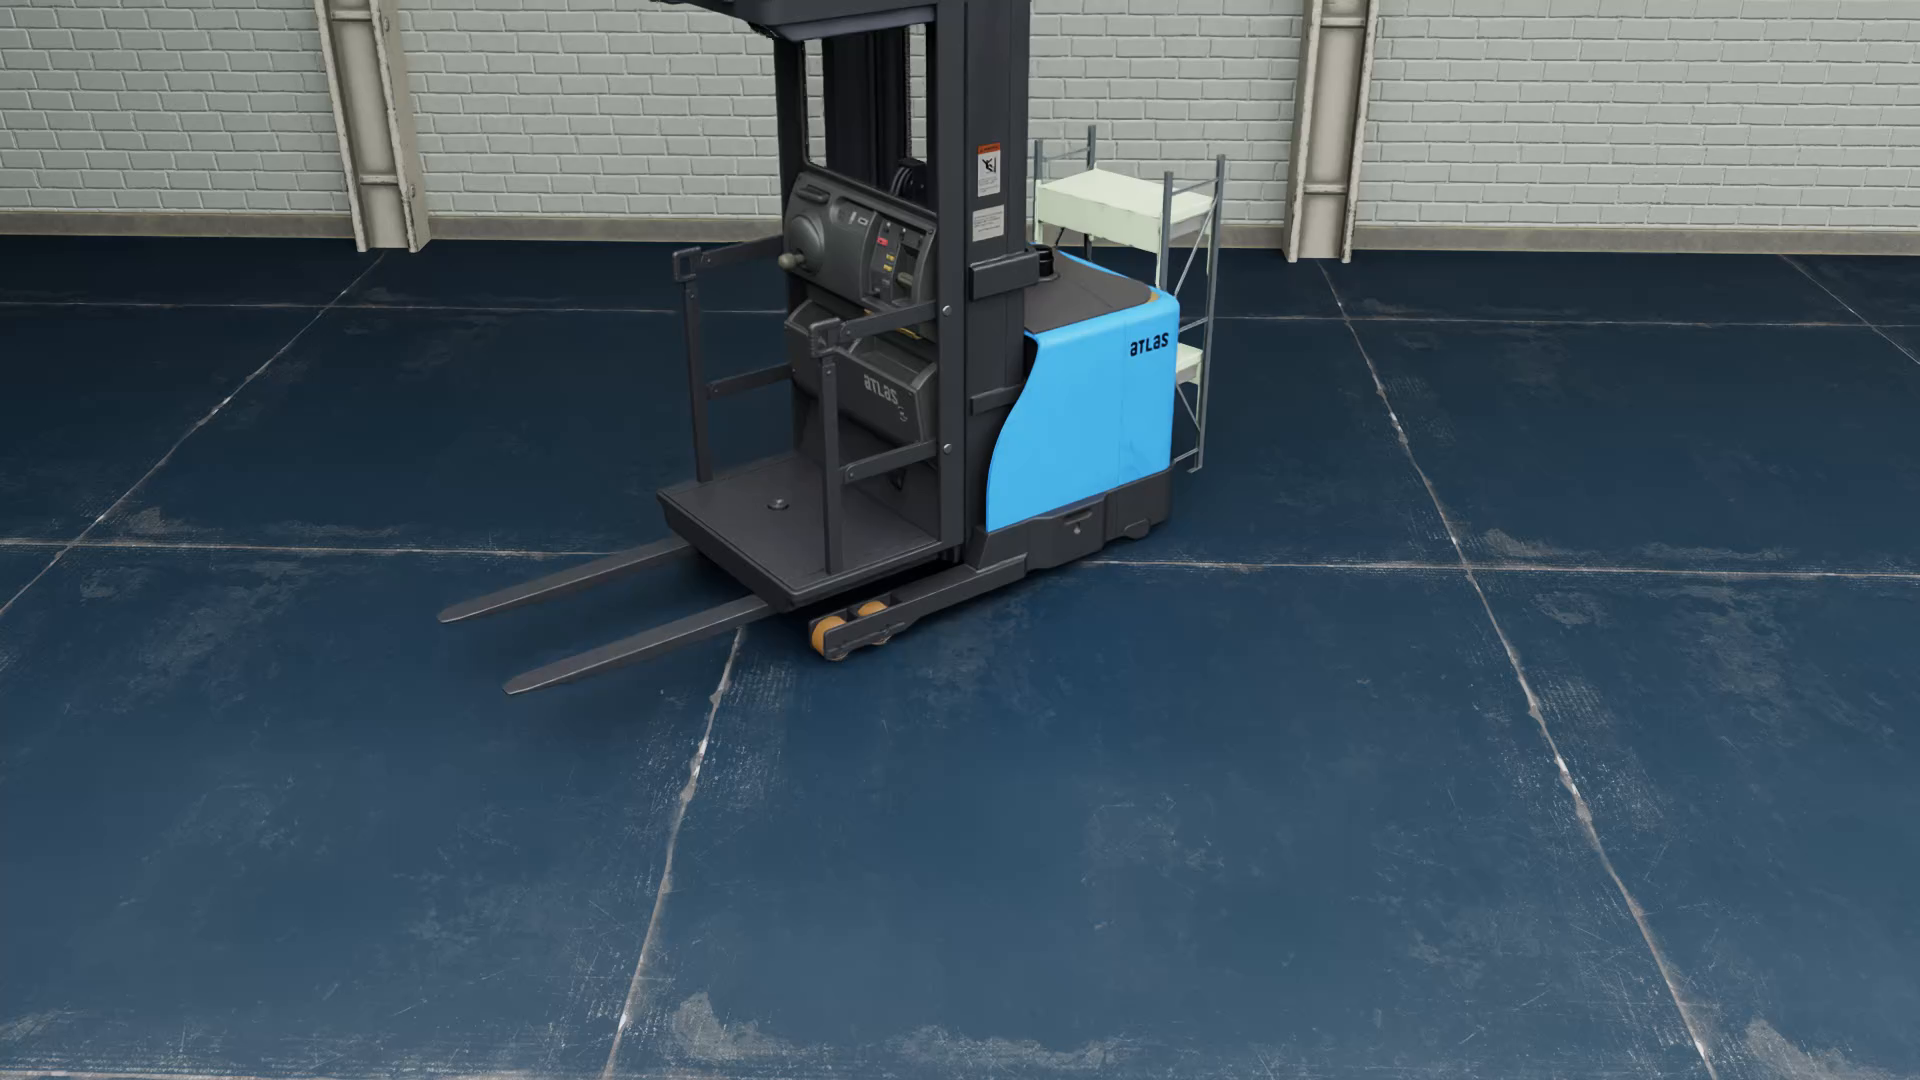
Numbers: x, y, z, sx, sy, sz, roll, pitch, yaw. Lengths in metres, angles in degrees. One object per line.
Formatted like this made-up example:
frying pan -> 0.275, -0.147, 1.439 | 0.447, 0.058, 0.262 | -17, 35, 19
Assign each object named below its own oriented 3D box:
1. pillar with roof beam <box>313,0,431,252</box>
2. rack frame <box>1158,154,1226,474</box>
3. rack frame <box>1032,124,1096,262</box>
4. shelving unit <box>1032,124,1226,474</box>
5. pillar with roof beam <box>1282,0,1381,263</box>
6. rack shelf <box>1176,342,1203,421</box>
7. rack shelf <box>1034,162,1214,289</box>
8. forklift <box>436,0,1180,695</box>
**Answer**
pillar with roof beam -> -3.856, -3.899, 4.998 | 0.400, 9.000, 9.100 | 1, 28, 2
rack frame -> 1.002, -0.942, 7.426 | 0.023, 1.500, 0.400 | 25, 37, 38
rack frame -> 0.479, -1.182, 7.878 | 0.023, 1.500, 0.400 | 25, 37, 38
shelving unit -> 0.741, -1.062, 7.652 | 0.755, 1.500, 0.431 | 25, 37, 38
pillar with roof beam -> 2.140, -3.800, 4.811 | 0.400, 9.000, 9.100 | 1, 28, 2
rack shelf -> 0.741, -0.774, 7.804 | 0.720, 0.370, 0.431 | 25, 37, 38
rack shelf -> 0.741, -1.407, 7.469 | 0.720, 0.370, 0.431 | 25, 37, 38
forklift -> -0.557, -1.114, 6.222 | 3.031, 2.935, 1.130 | -19, 34, -32
